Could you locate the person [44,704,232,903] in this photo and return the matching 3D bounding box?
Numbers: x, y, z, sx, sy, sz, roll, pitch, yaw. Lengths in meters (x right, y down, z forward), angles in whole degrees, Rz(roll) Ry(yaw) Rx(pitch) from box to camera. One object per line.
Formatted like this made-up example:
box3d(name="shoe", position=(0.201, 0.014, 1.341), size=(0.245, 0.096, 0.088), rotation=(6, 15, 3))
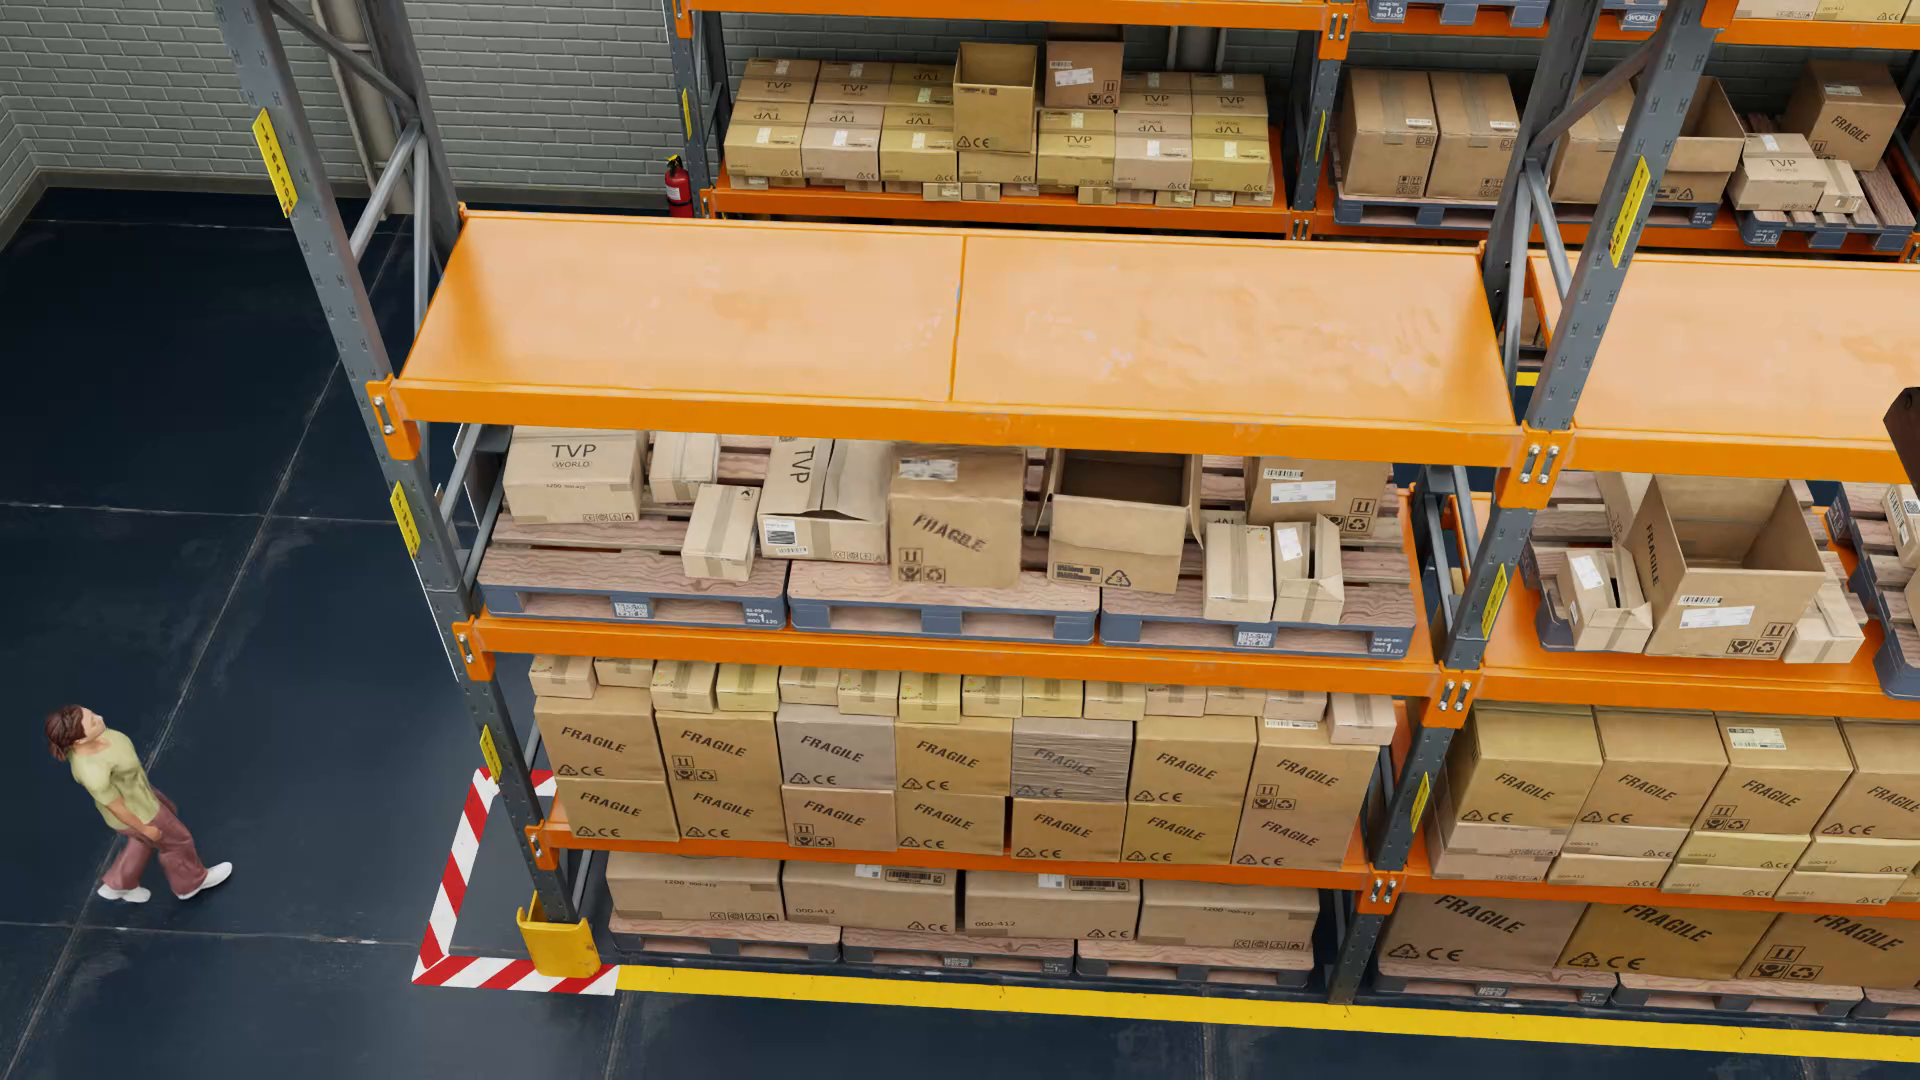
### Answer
box3d(name="person", position=(-4.235, 1.356, 8.375), size=(0.601, 1.653, 0.453), rotation=(-35, 57, -27))
